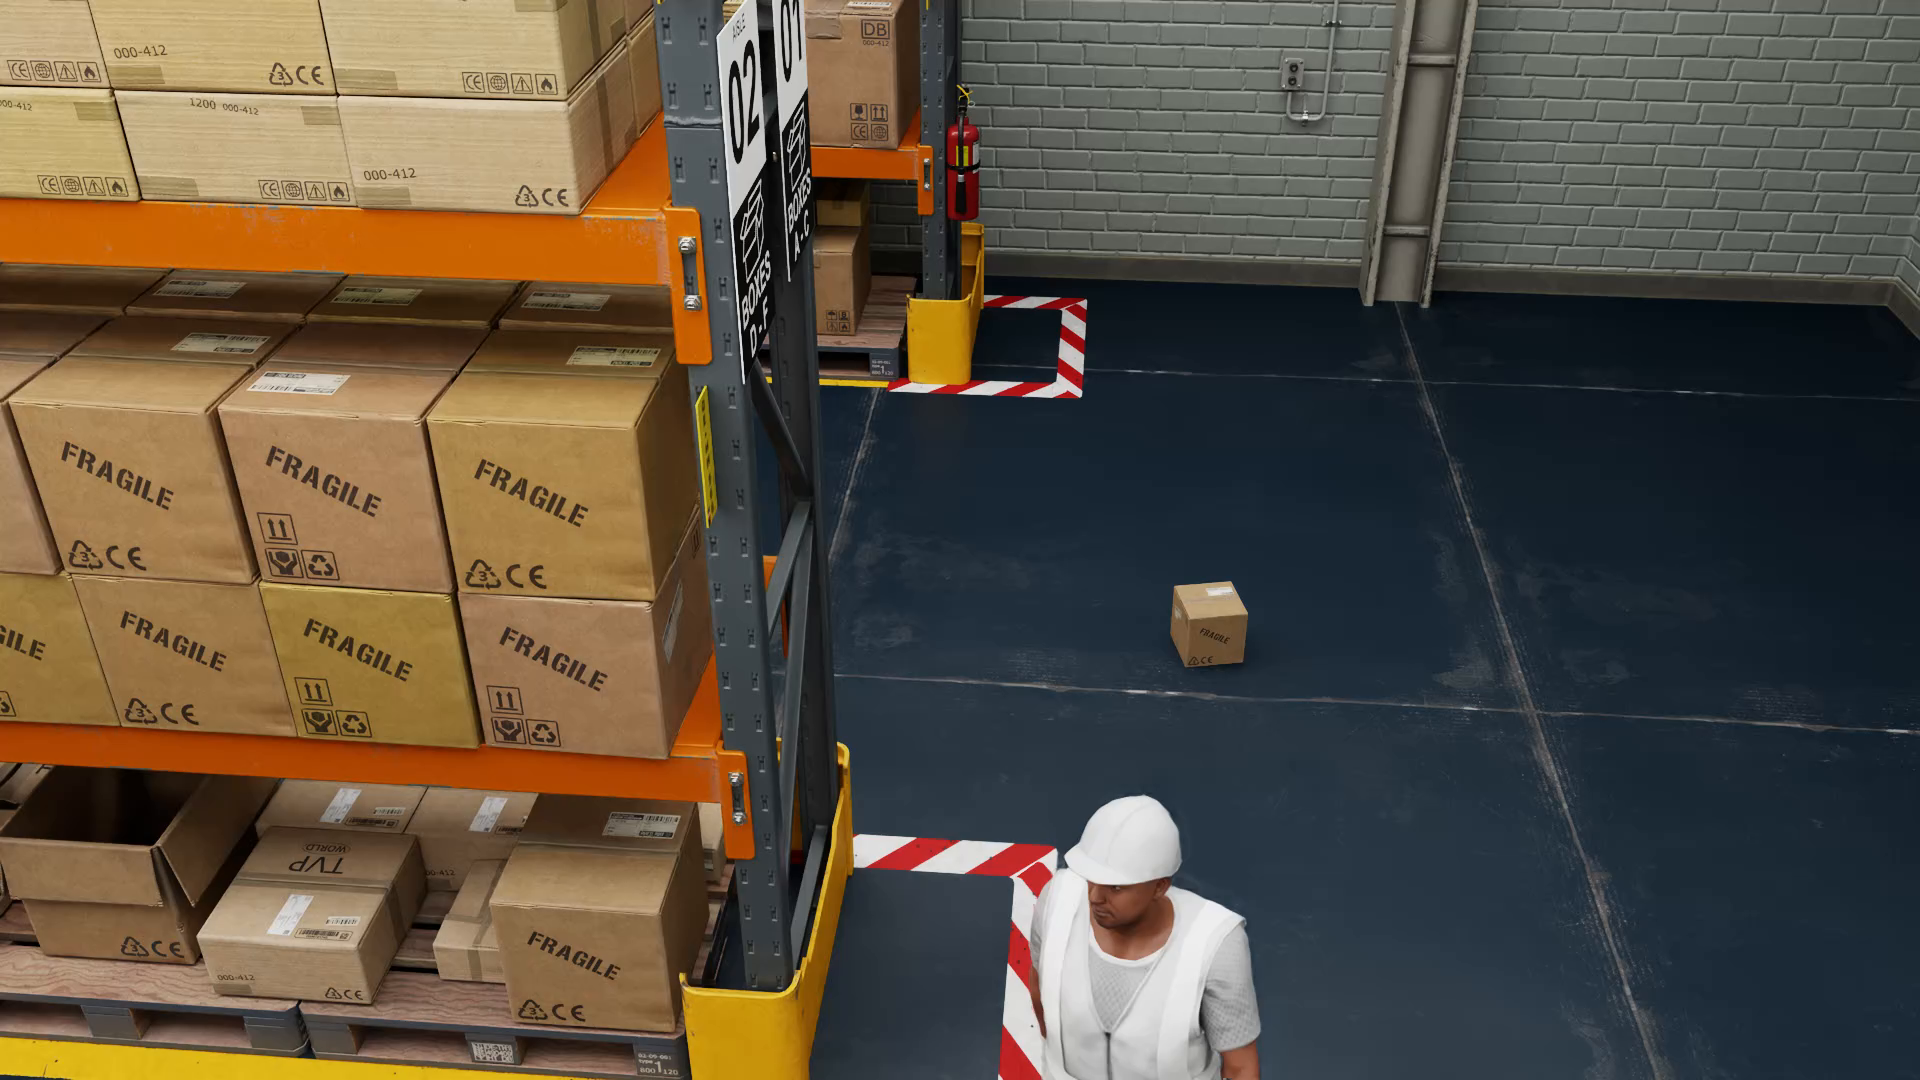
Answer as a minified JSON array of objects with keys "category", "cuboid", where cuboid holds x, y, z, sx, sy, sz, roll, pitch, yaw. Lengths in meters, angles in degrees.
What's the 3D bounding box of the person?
[{"category":"person","cuboid":[0.393,1.368,3.880,0.611,1.732,1.008,10,33,15]}]
